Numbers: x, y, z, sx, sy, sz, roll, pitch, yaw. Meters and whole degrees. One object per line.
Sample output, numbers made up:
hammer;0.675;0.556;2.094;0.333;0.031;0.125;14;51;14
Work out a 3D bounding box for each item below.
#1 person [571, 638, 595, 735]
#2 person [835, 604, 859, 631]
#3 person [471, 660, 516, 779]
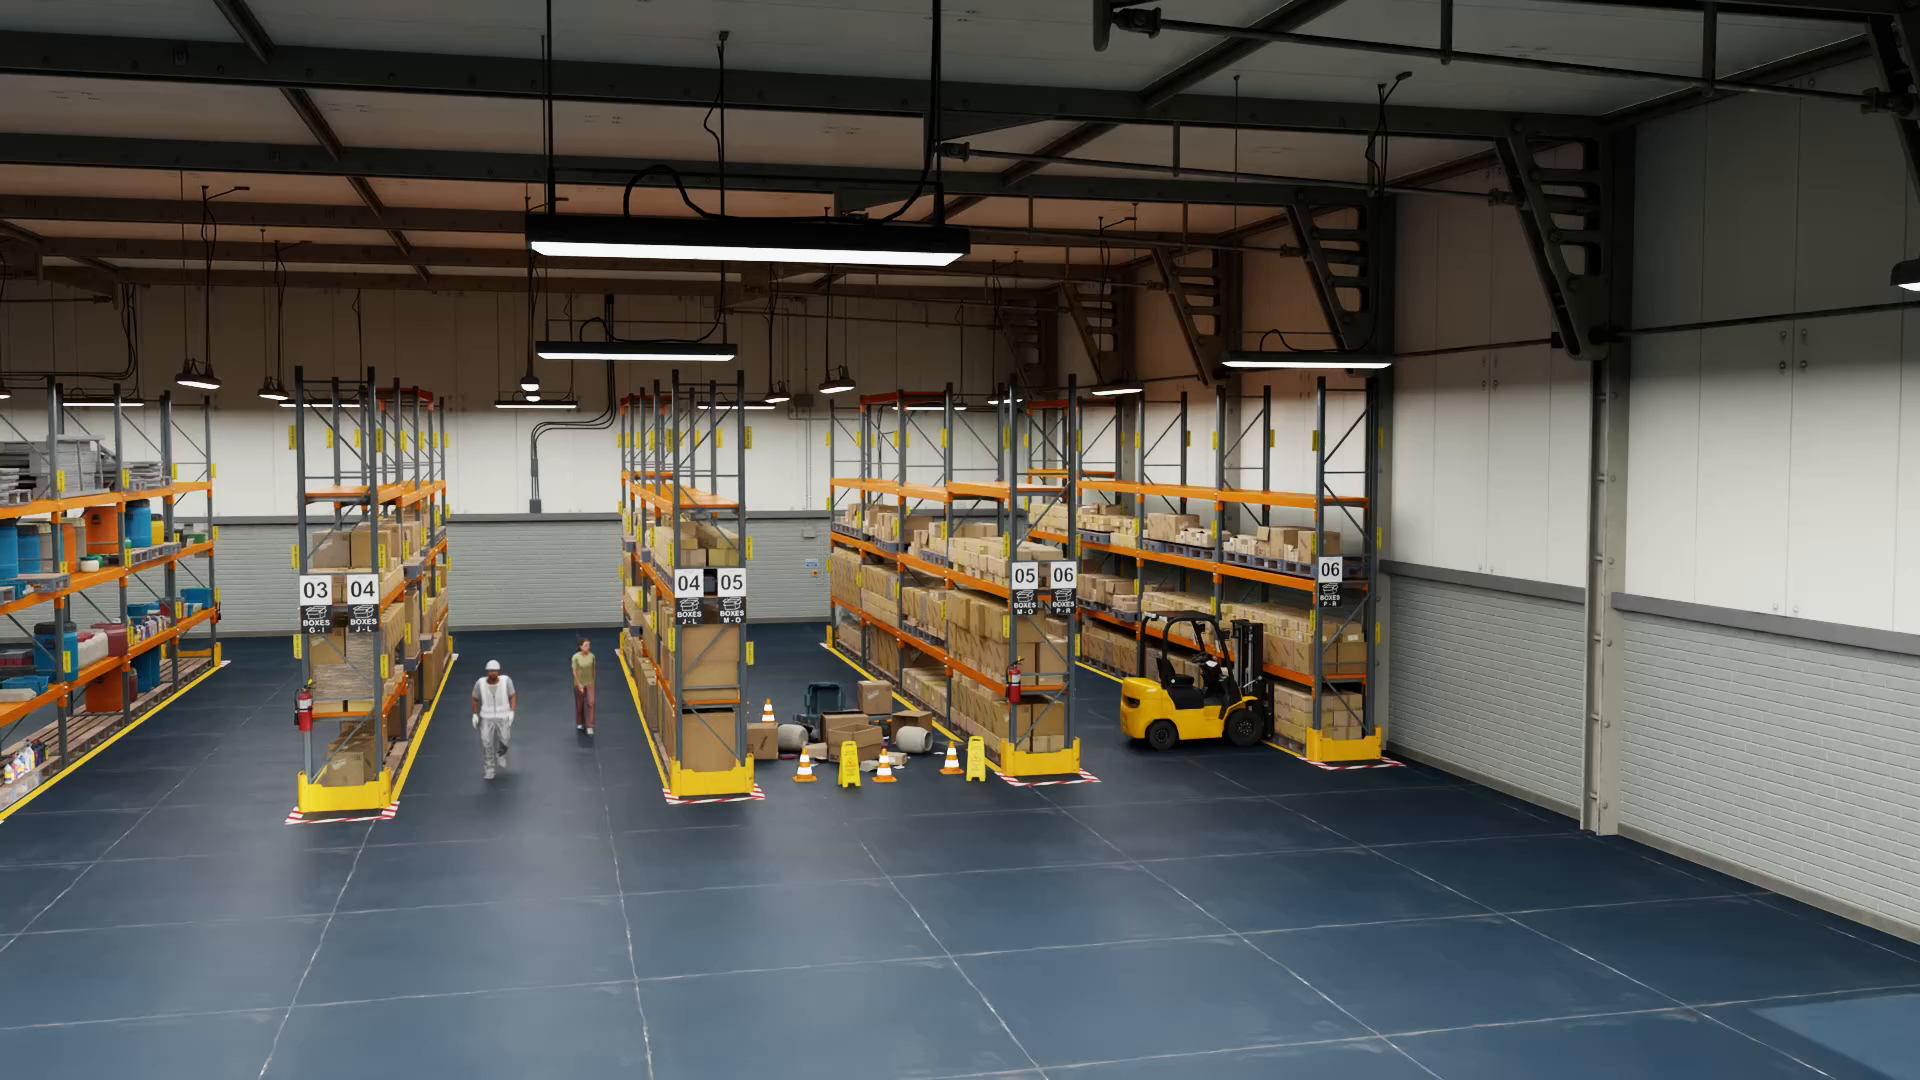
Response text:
person;-6.419;2.478;28.458;0.439;1.615;0.961;-2;4;-24
person;-3.041;1.562;43.683;0.938;1.640;0.466;-2;4;-24
person;-6.971;2.647;24.859;0.640;1.760;0.702;-1;4;-16
